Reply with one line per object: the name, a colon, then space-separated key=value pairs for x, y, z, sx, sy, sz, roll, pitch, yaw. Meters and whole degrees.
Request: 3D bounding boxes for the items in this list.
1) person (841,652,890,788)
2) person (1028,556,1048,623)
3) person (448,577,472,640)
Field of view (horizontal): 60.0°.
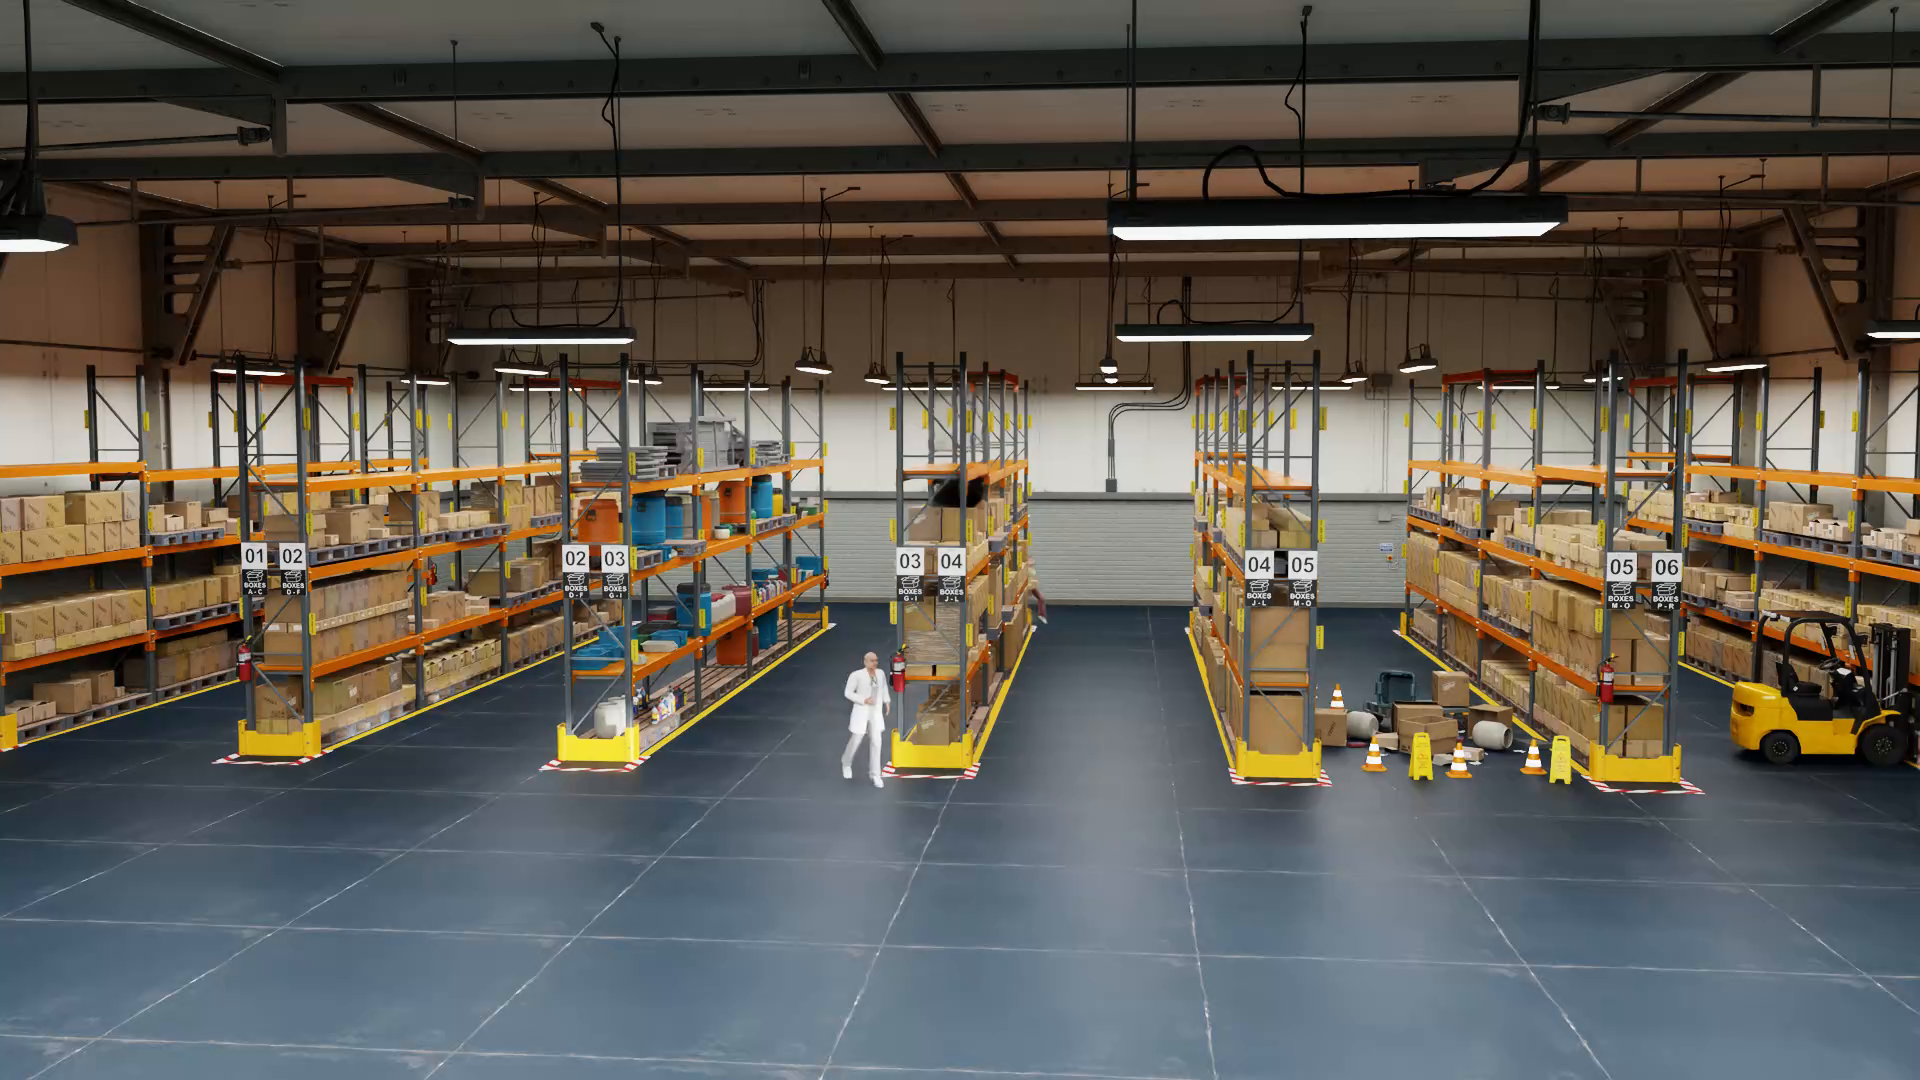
person: x=-1.278 y=2.466 z=23.120 sx=0.743 sy=1.827 sz=0.921 roll=-2 pitch=5 yaw=-28
person: x=1.744 y=1.233 z=41.434 sx=0.829 sy=1.698 sz=0.579 roll=2 pitch=5 yaw=31
person: x=-10.698 y=1.627 z=36.025 sx=0.752 sy=1.744 sz=1.056 roll=0 pitch=4 yaw=4
